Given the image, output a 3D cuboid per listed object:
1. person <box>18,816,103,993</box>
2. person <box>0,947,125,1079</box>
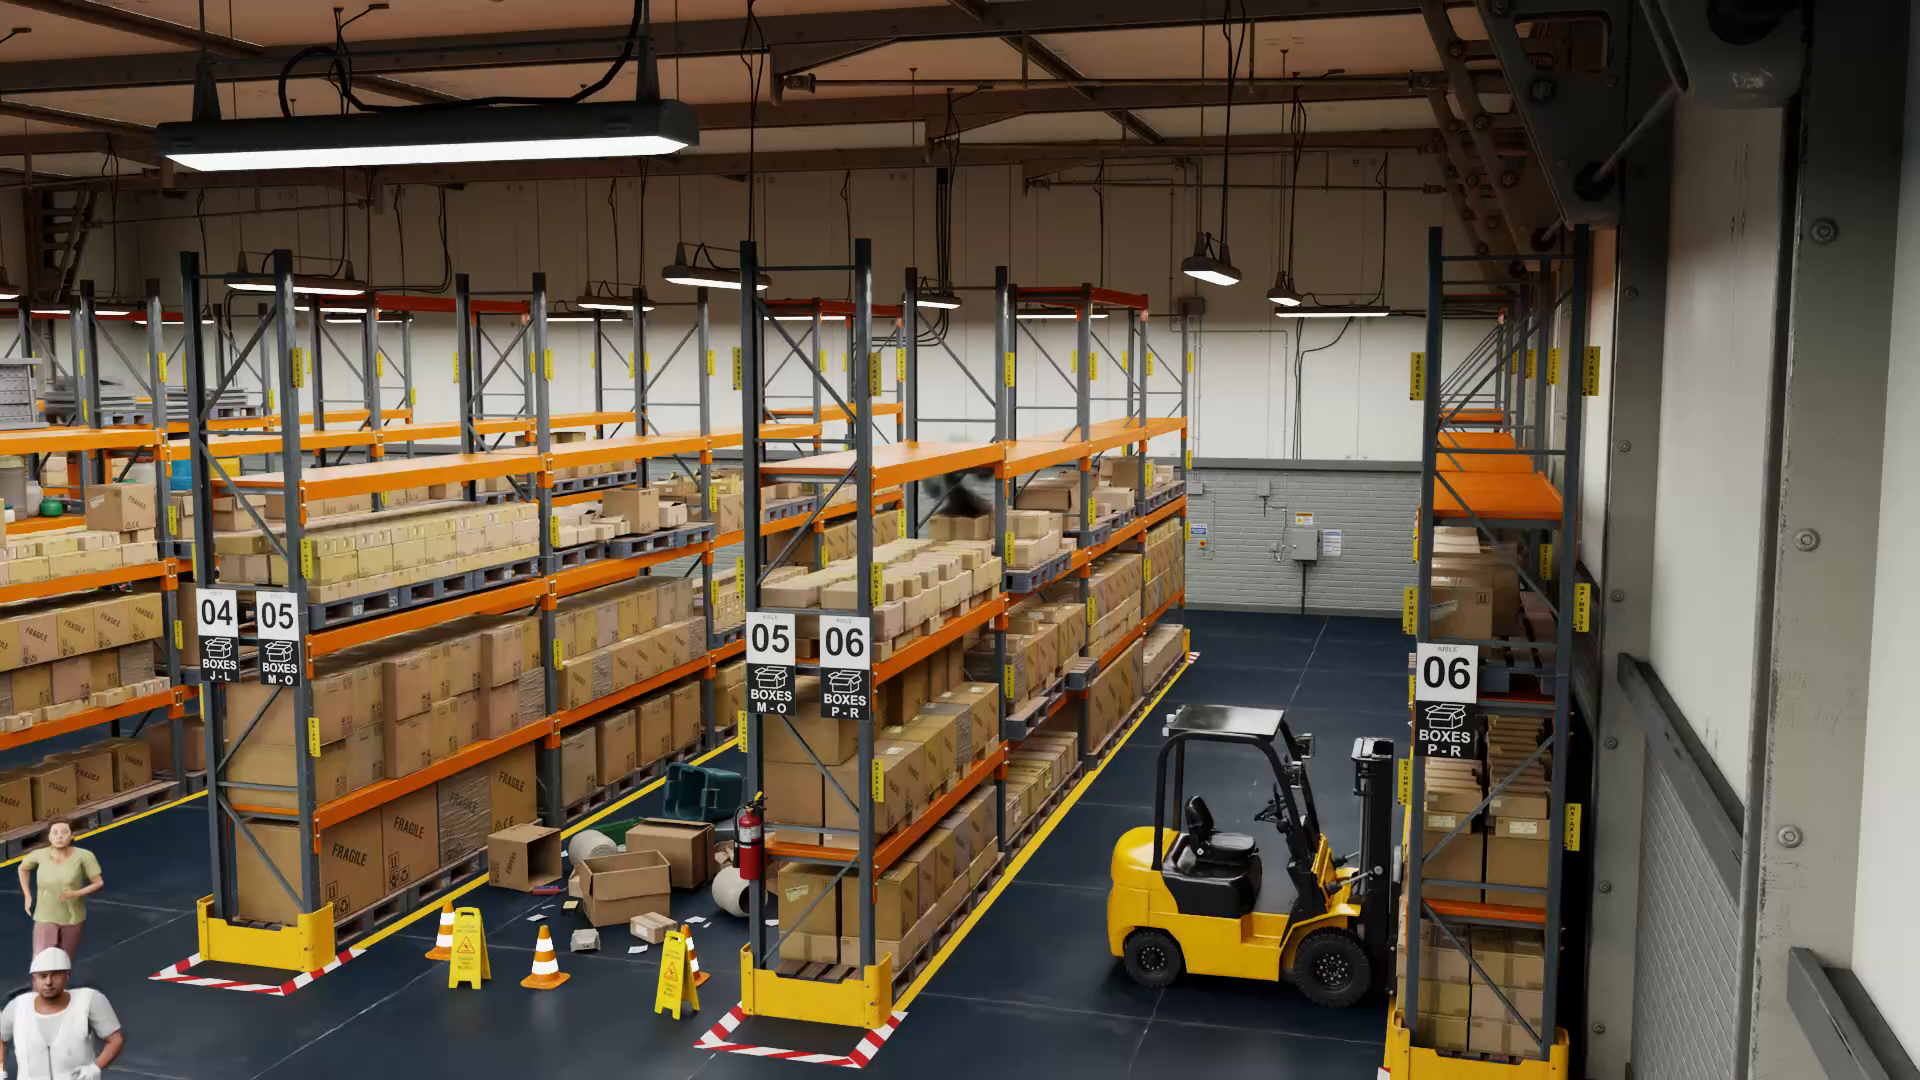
[{"bbox_3d":[-6.868,2.930,12.740,0.568,1.680,0.653,-4,7,-29],"label":"person"},{"bbox_3d":[-5.208,3.206,9.609,0.713,1.762,0.945,-3,7,-22],"label":"person"}]
